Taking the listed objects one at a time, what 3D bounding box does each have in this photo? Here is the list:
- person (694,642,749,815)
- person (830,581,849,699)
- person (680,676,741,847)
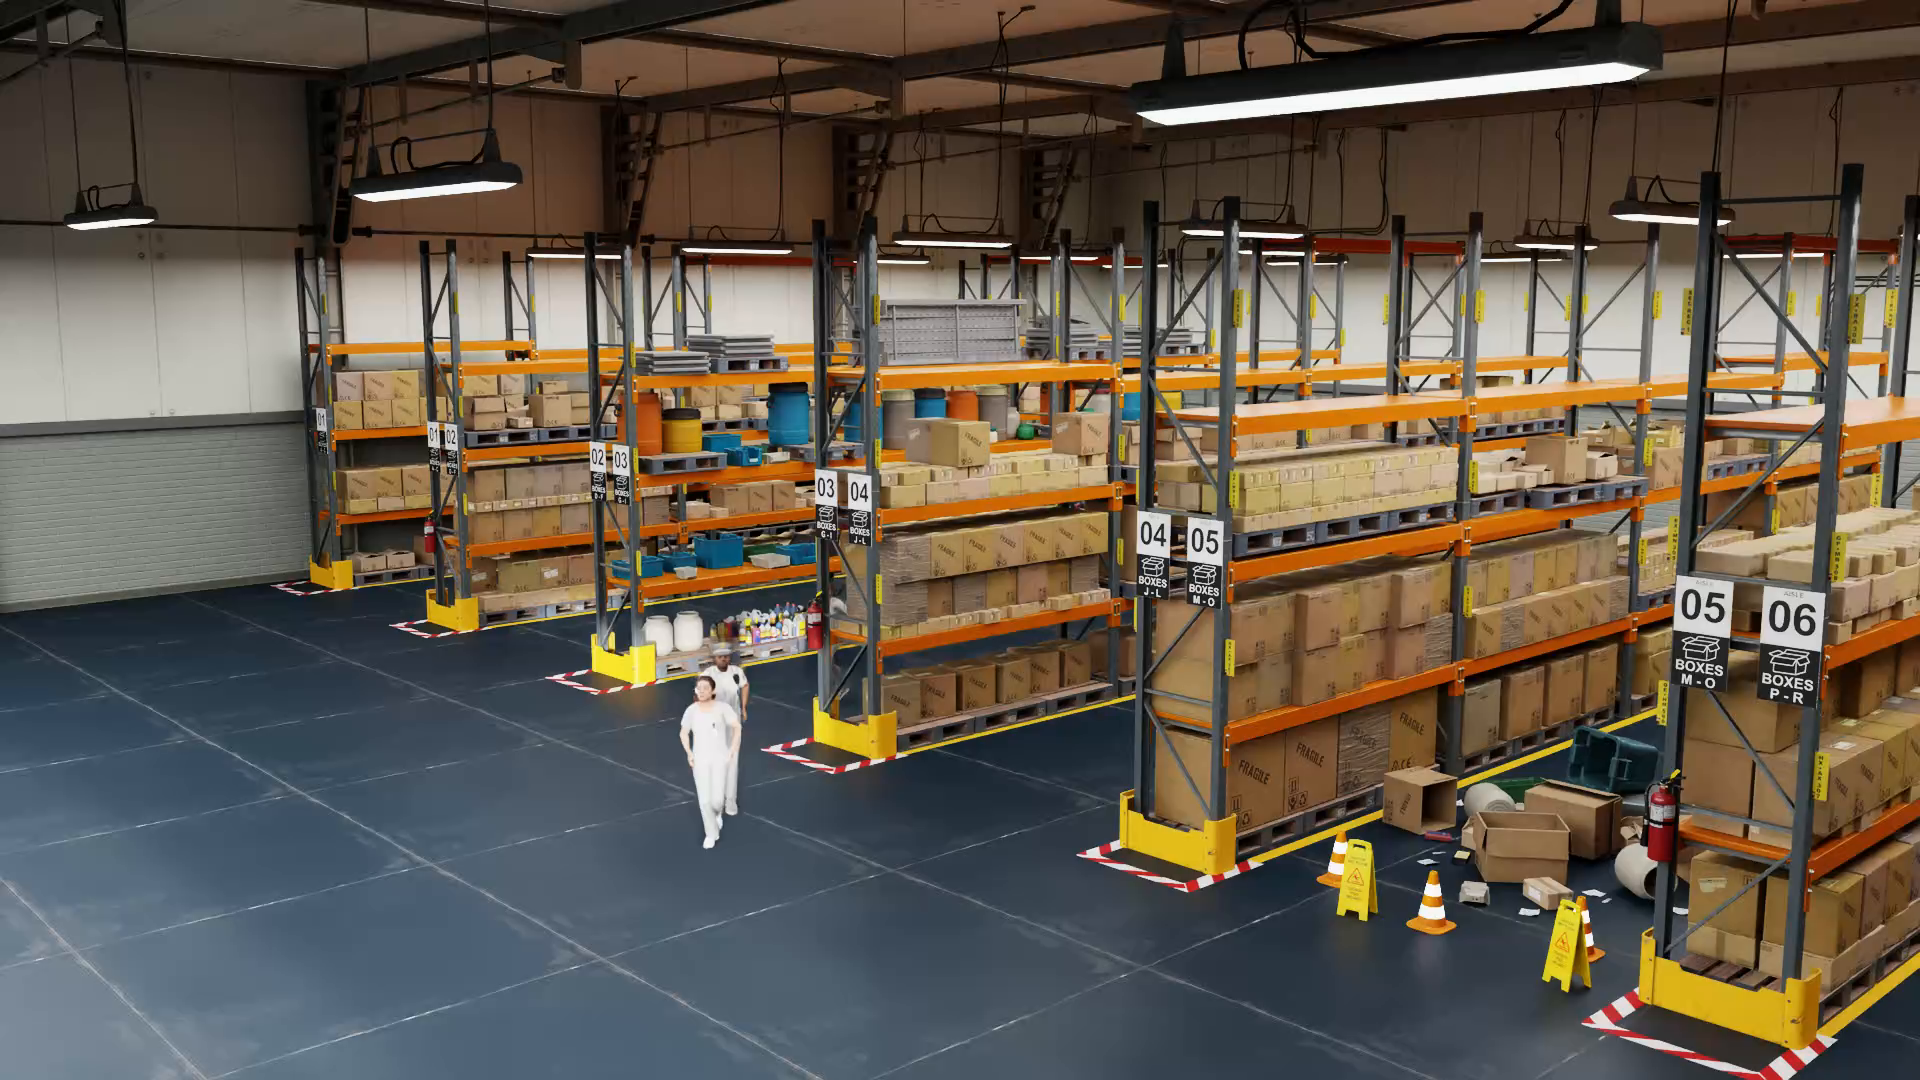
[{"bbox_3d":[-2.416,1.852,16.932,0.580,1.697,0.940,-2,9,-12],"label":"person"},{"bbox_3d":[-1.650,1.307,20.985,0.512,1.643,0.700,8,11,43],"label":"person"},{"bbox_3d":[-2.359,2.081,15.688,0.571,1.633,0.535,0,8,1],"label":"person"}]
